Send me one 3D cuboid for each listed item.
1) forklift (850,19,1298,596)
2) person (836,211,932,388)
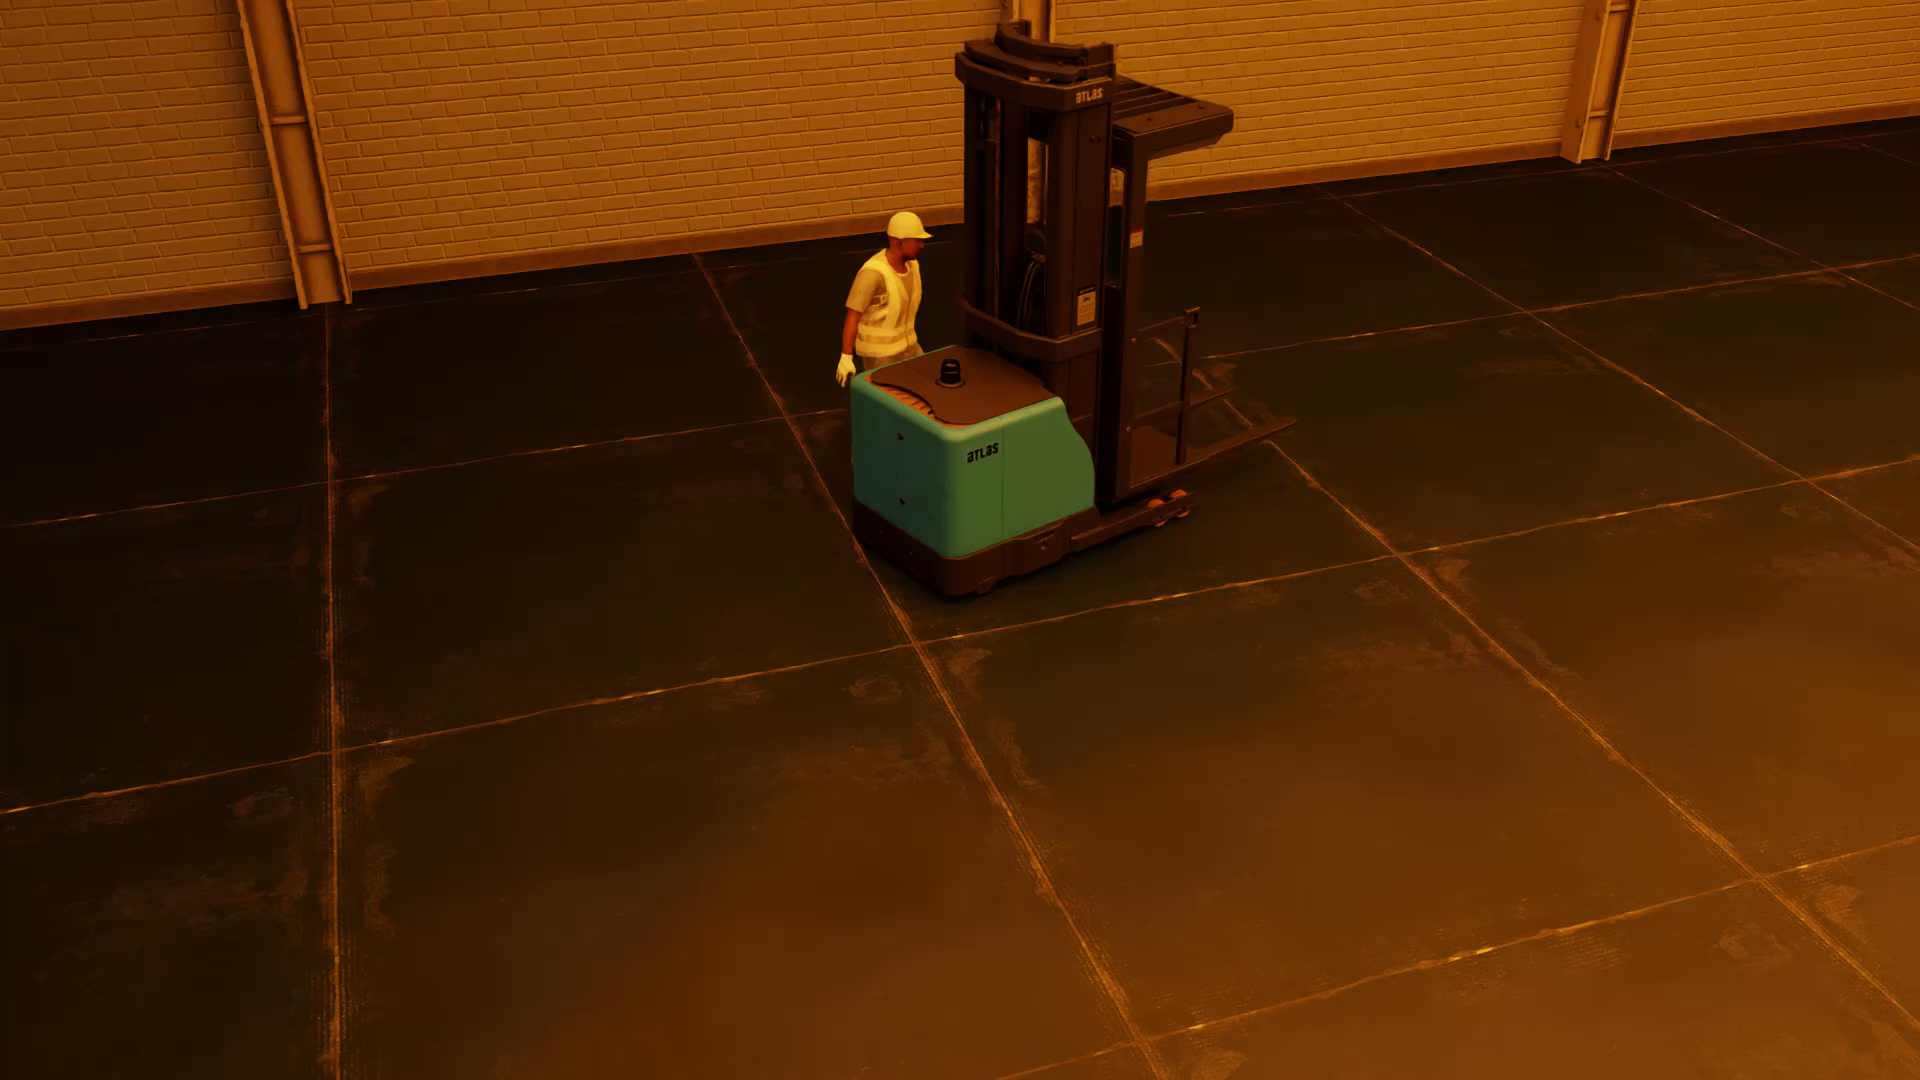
[{"bbox_3d":[0.831,-1.540,9.764,3.031,2.935,1.130,-21,36,-32],"label":"forklift"},{"bbox_3d":[-0.421,-1.199,10.383,0.458,1.744,0.894,16,33,25],"label":"person"}]
